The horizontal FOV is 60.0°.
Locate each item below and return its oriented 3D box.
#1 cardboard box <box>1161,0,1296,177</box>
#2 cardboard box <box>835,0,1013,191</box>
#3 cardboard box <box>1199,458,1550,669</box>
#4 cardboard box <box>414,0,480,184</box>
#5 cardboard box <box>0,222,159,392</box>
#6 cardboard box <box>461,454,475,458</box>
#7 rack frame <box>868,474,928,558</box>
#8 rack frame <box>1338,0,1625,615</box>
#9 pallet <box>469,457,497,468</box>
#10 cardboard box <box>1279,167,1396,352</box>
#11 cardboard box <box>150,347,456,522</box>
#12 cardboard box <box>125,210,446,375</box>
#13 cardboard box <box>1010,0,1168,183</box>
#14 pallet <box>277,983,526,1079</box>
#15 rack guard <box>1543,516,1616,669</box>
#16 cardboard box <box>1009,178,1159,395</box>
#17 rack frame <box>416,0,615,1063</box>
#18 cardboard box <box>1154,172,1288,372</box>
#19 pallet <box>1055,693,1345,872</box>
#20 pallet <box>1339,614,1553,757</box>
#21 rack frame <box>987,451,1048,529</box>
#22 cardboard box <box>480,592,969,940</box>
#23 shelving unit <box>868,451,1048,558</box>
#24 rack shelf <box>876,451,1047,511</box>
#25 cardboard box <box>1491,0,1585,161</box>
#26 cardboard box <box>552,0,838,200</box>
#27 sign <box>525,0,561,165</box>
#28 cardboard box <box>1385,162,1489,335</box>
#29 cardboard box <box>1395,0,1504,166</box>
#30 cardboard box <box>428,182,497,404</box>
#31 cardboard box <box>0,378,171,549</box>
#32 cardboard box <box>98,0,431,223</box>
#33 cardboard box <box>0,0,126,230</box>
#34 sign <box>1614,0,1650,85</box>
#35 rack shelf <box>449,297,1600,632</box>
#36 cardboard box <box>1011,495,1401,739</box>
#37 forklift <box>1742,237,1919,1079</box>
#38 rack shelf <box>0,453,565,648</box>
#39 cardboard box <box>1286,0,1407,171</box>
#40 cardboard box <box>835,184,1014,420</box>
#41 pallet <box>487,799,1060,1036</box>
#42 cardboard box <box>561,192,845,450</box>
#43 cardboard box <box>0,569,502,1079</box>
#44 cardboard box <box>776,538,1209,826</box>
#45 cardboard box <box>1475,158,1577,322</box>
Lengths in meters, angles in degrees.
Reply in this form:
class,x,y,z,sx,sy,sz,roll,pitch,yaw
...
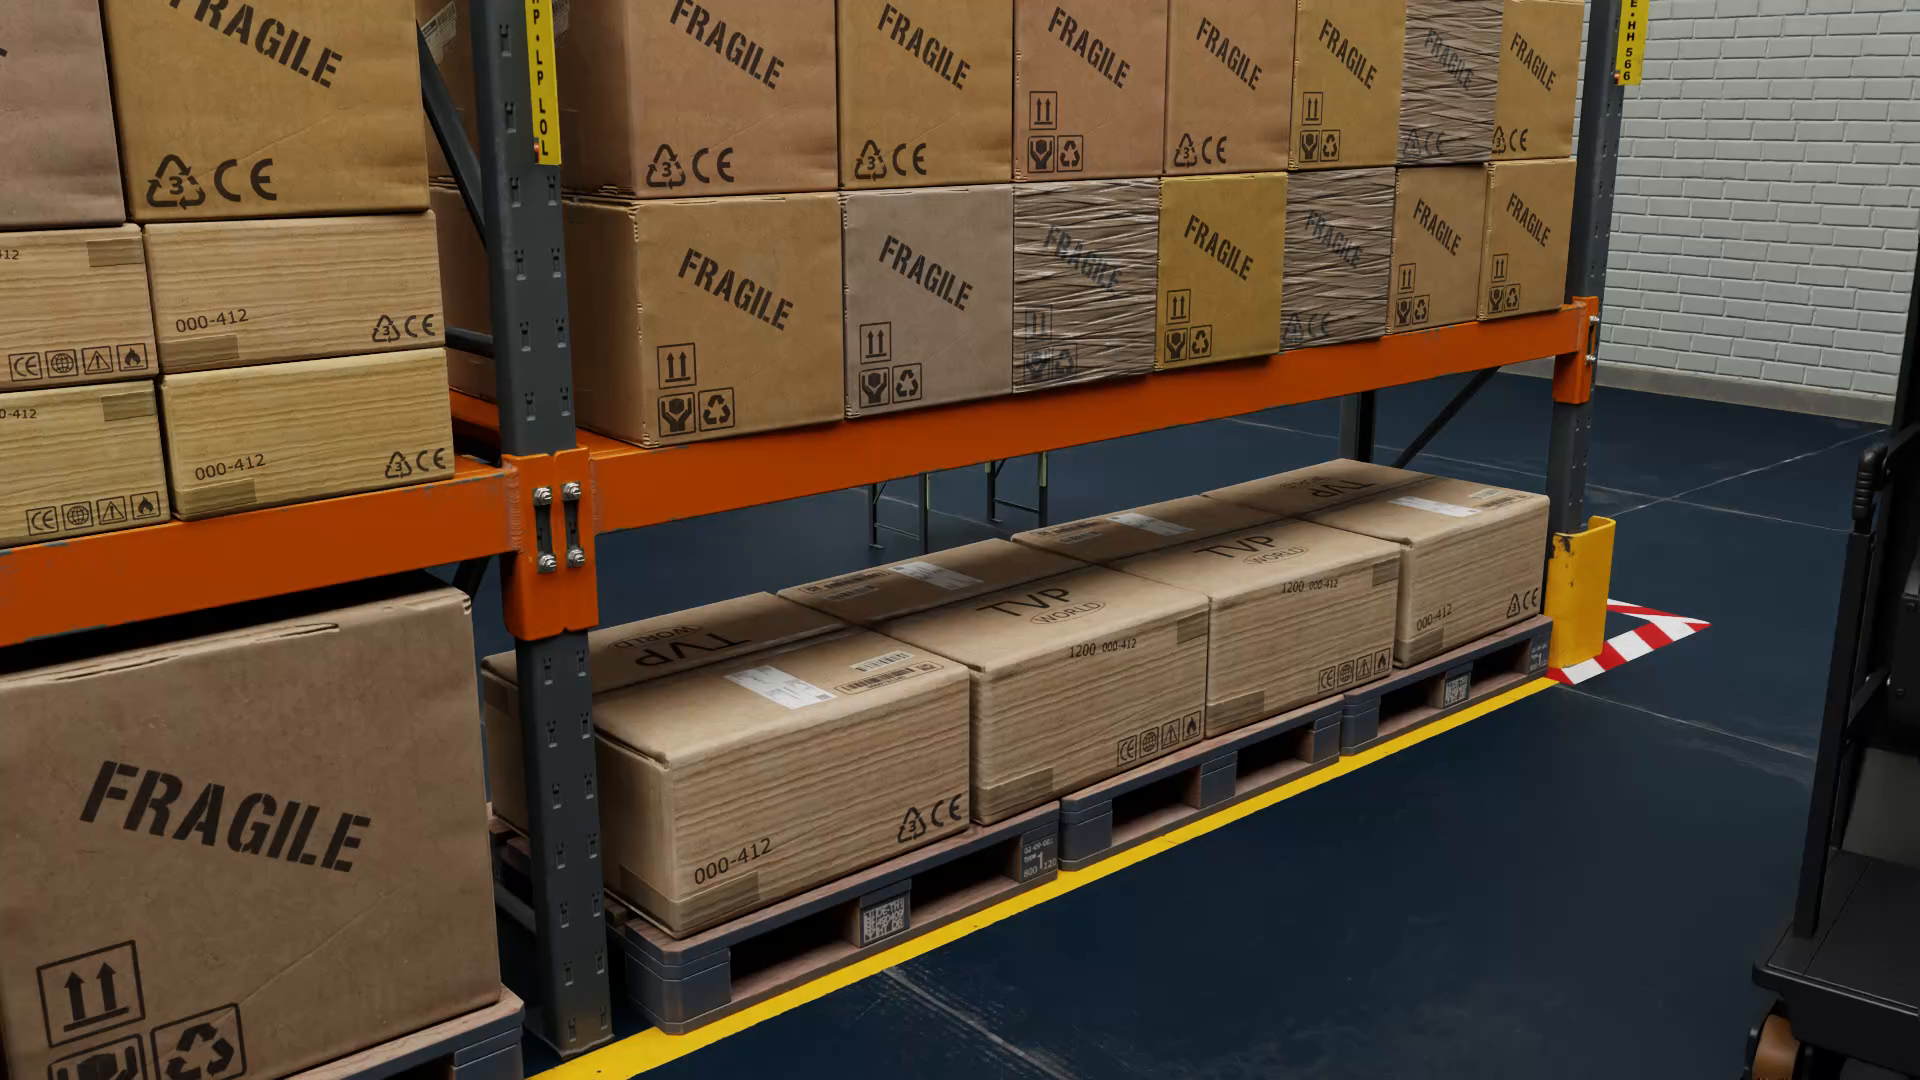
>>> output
class,x,y,z,sx,sy,sz,roll,pitch,yaw
cardboard box,0.549,-1.257,4.511,0.500,0.500,0.500,-13,20,-40
cardboard box,-0.227,-1.087,3.876,0.500,0.500,0.500,-13,20,-40
cardboard box,1.455,0.051,5.899,0.875,0.438,0.875,-14,20,-41
cardboard box,-0.956,-1.103,3.936,0.500,0.500,0.500,-13,20,-40
cardboard box,-1.676,-0.399,2.753,0.500,0.250,0.500,-12,19,-38
cardboard box,-2.630,-0.524,8.612,0.250,0.149,0.380,-12,19,-38
rack frame,-0.281,-0.661,7.320,0.023,1.500,0.400,-13,19,-39
rack frame,1.887,-1.116,6.114,0.127,3.000,1.000,-13,19,-39
pallet,-3.052,-0.366,8.710,1.213,0.211,1.003,-13,19,-39
cardboard box,0.927,-0.860,4.962,0.500,0.500,0.500,-12,19,-38
cardboard box,-1.303,-0.240,3.128,0.500,0.250,0.500,-13,20,-41
cardboard box,-1.303,-0.485,3.075,0.500,0.250,0.500,-13,20,-39
cardboard box,0.167,-1.172,4.193,0.500,0.500,0.500,-12,19,-38
pallet,-1.663,1.055,3.393,1.213,0.211,1.003,-13,19,-39
rack guard,1.905,0.088,6.452,0.348,0.500,1.175,-13,19,-39
cardboard box,0.157,-0.682,4.298,0.500,0.500,0.500,-12,19,-39
rack frame,-1.130,-0.438,3.577,0.127,3.000,1.000,-13,19,-39
cardboard box,0.546,-0.770,4.625,0.500,0.500,0.500,-12,19,-38
pallet,0.415,0.588,5.140,1.213,0.211,1.003,-13,19,-39
pallet,1.335,0.382,5.910,1.213,0.211,1.003,-13,19,-39
rack frame,0.271,-0.785,7.784,0.023,1.500,0.400,-13,19,-39
cardboard box,-0.586,0.512,4.174,0.875,0.438,0.875,-13,20,-40
shelving unit,-0.005,-0.723,7.552,0.755,1.500,0.431,-13,19,-39
rack shelf,-0.005,-0.408,7.636,0.720,0.370,0.431,-13,19,-39
cardboard box,1.680,-1.519,5.493,0.500,0.500,0.500,-12,19,-38
cardboard box,-0.612,-1.003,3.561,0.500,0.500,0.500,-12,19,-39
sign,-0.767,-0.855,3.049,0.005,0.325,0.100,-13,19,-39
cardboard box,1.309,-0.949,5.295,0.500,0.500,0.500,-13,20,-41
cardboard box,1.305,-1.425,5.140,0.500,0.500,0.500,-13,19,-39
cardboard box,-0.948,-0.615,4.045,0.500,0.500,0.500,-12,19,-39
cardboard box,-1.688,-0.154,2.806,0.500,0.250,0.500,-13,20,-40
cardboard box,-1.303,-0.845,2.969,0.500,0.500,0.500,-12,19,-38
cardboard box,-1.688,-0.756,2.635,0.500,0.500,0.500,-12,19,-38
sign,2.233,-1.681,5.530,0.005,0.325,0.100,-13,19,-39
rack shelf,0.378,-0.429,4.938,4.000,0.370,1.077,-13,19,-39
cardboard box,0.770,0.207,5.312,0.875,0.438,0.875,-12,19,-38
forklift,2.266,-0.247,2.997,1.130,2.935,3.031,11,19,37
rack shelf,-2.639,0.248,2.402,4.000,0.370,1.077,-13,19,-39
cardboard box,0.930,-1.342,4.829,0.500,0.500,0.500,-13,20,-40
cardboard box,-0.222,-0.599,3.987,0.500,0.500,0.500,-12,19,-39
pallet,-0.505,0.796,4.362,1.213,0.211,1.003,-13,19,-39
cardboard box,-0.604,-0.515,3.671,0.500,0.500,0.500,-12,19,-38
cardboard box,-1.546,0.506,3.346,0.875,0.875,0.875,-12,19,-38
cardboard box,0.089,0.360,4.742,0.875,0.438,0.875,-13,20,-41
cardboard box,1.697,-1.031,5.602,0.500,0.500,0.500,-13,19,-39
